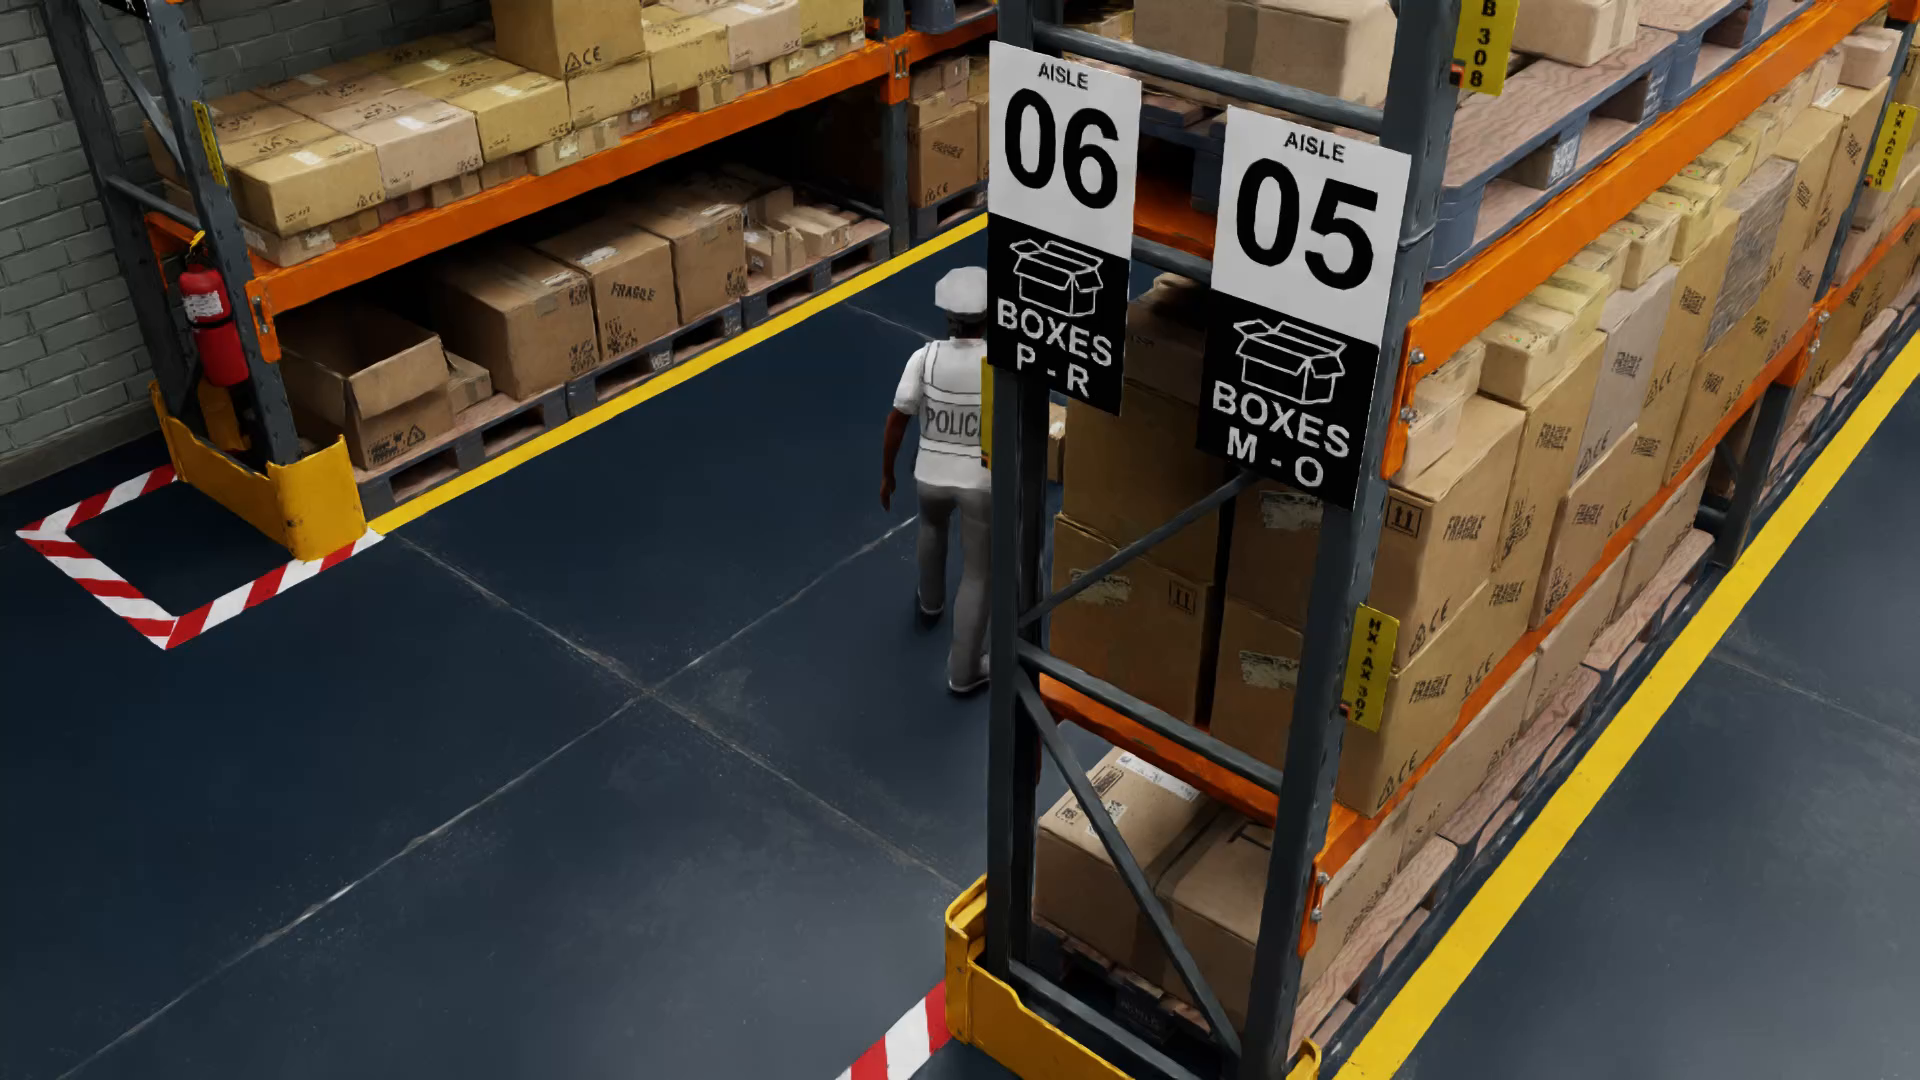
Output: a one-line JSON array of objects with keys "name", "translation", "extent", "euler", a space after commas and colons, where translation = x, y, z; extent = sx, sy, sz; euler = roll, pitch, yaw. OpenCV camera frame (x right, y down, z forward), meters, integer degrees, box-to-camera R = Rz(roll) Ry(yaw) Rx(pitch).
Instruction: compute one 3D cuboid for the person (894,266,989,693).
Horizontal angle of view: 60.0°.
[{"name": "person", "translation": [-0.005, -0.250, 6.509], "extent": [0.559, 1.633, 0.699], "euler": [11, 37, 15]}]
